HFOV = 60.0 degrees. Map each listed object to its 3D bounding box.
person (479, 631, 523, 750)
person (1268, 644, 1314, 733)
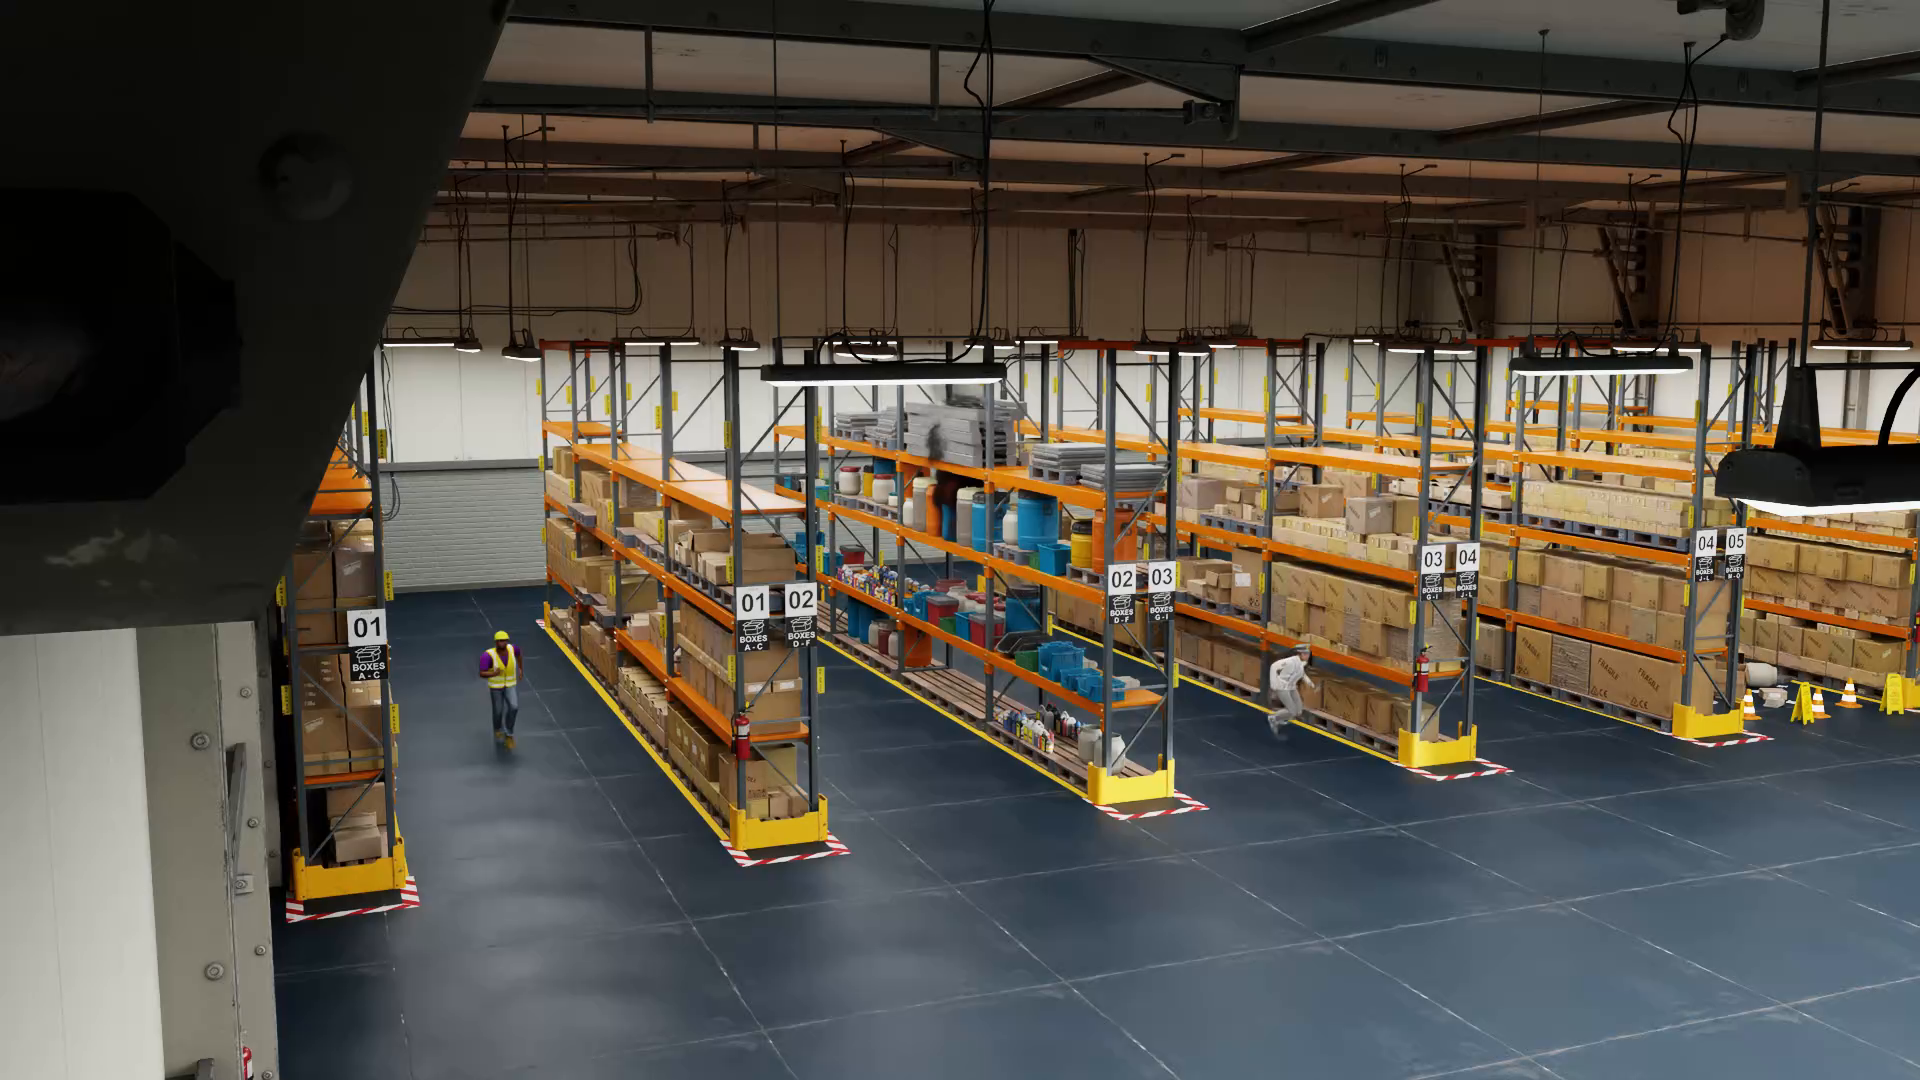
[{"bbox_3d":[-6.874,2.228,24.970,0.727,1.790,0.840,-5,9,-32],"label":"person"},{"bbox_3d":[4.945,2.248,24.960,0.641,1.450,0.753,-7,10,-42],"label":"person"}]
